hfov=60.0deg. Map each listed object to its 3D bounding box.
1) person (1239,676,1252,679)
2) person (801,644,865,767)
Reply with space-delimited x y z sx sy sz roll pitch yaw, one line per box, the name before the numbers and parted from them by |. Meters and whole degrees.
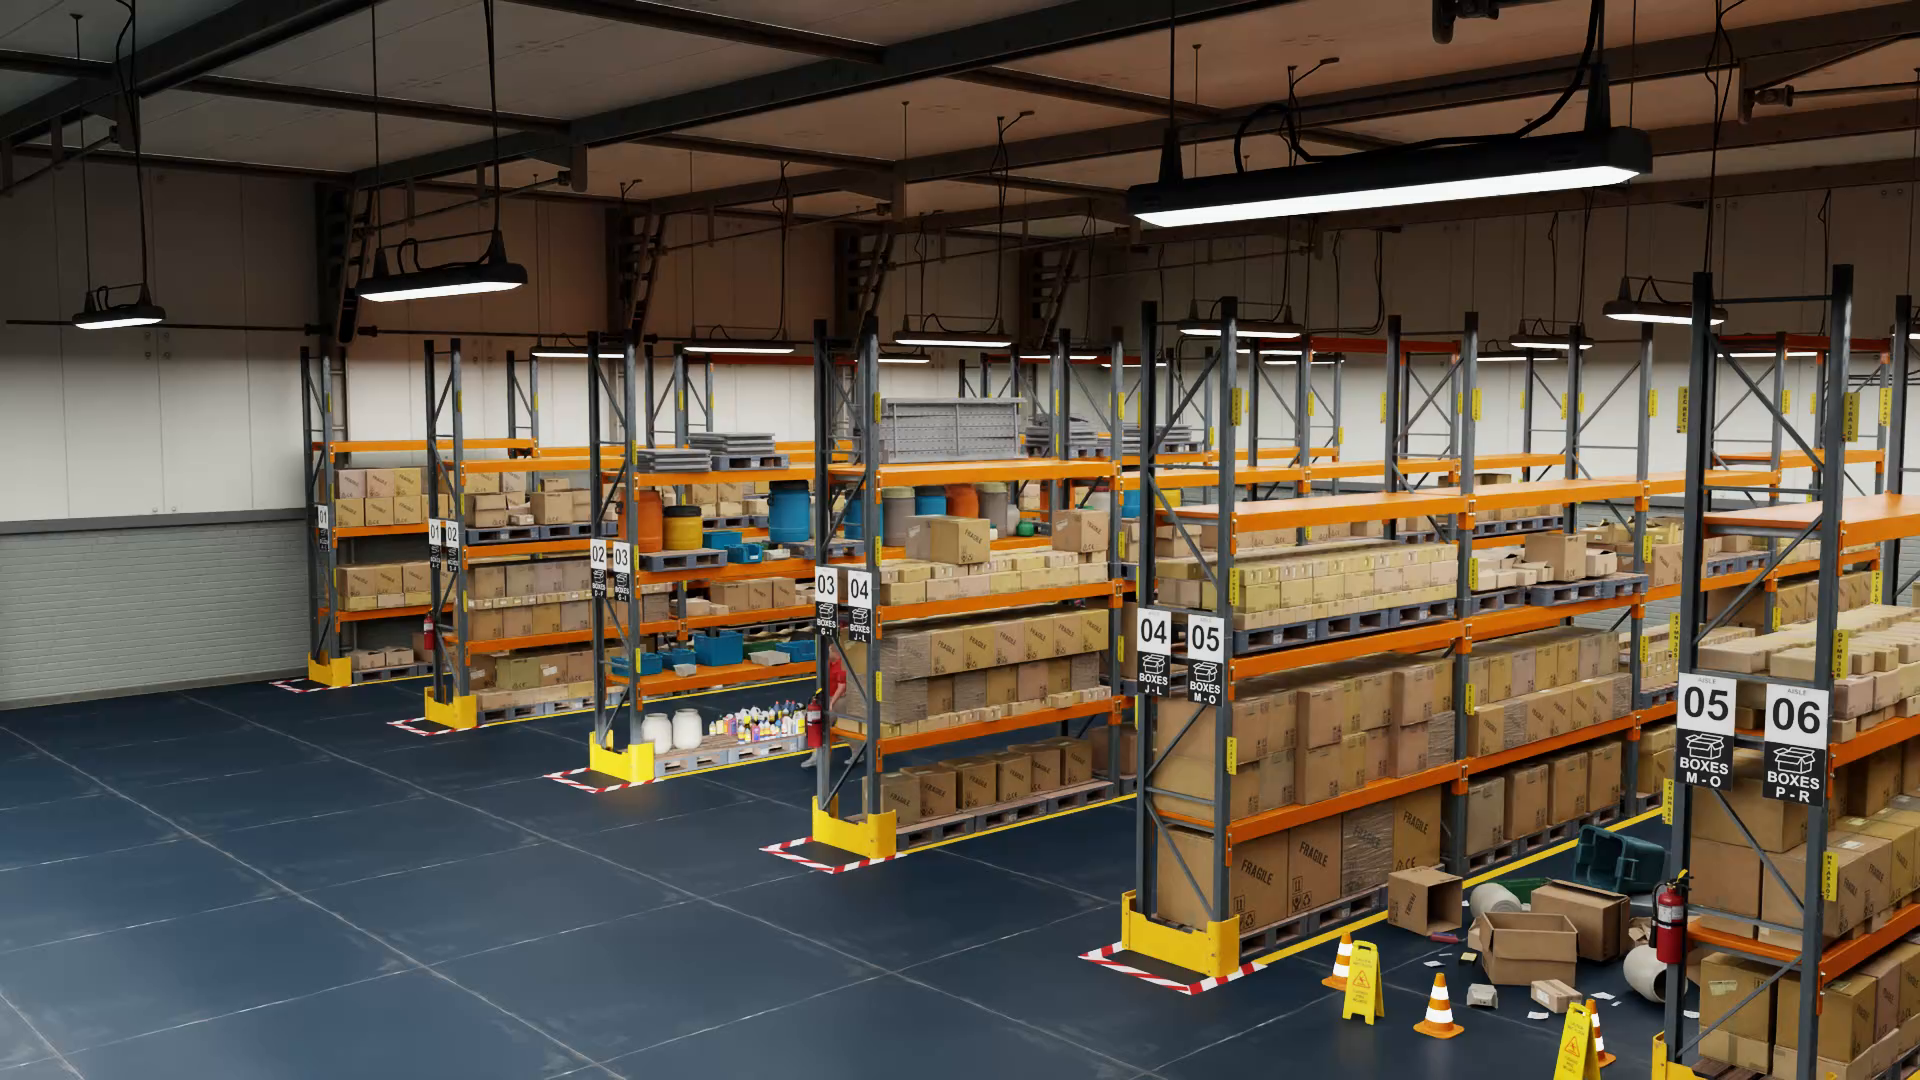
person | 3.630 2.506 21.254 0.480 1.596 0.462 -5 7 -43
person | -1.768 2.275 23.014 0.916 1.691 0.560 -3 6 -28
